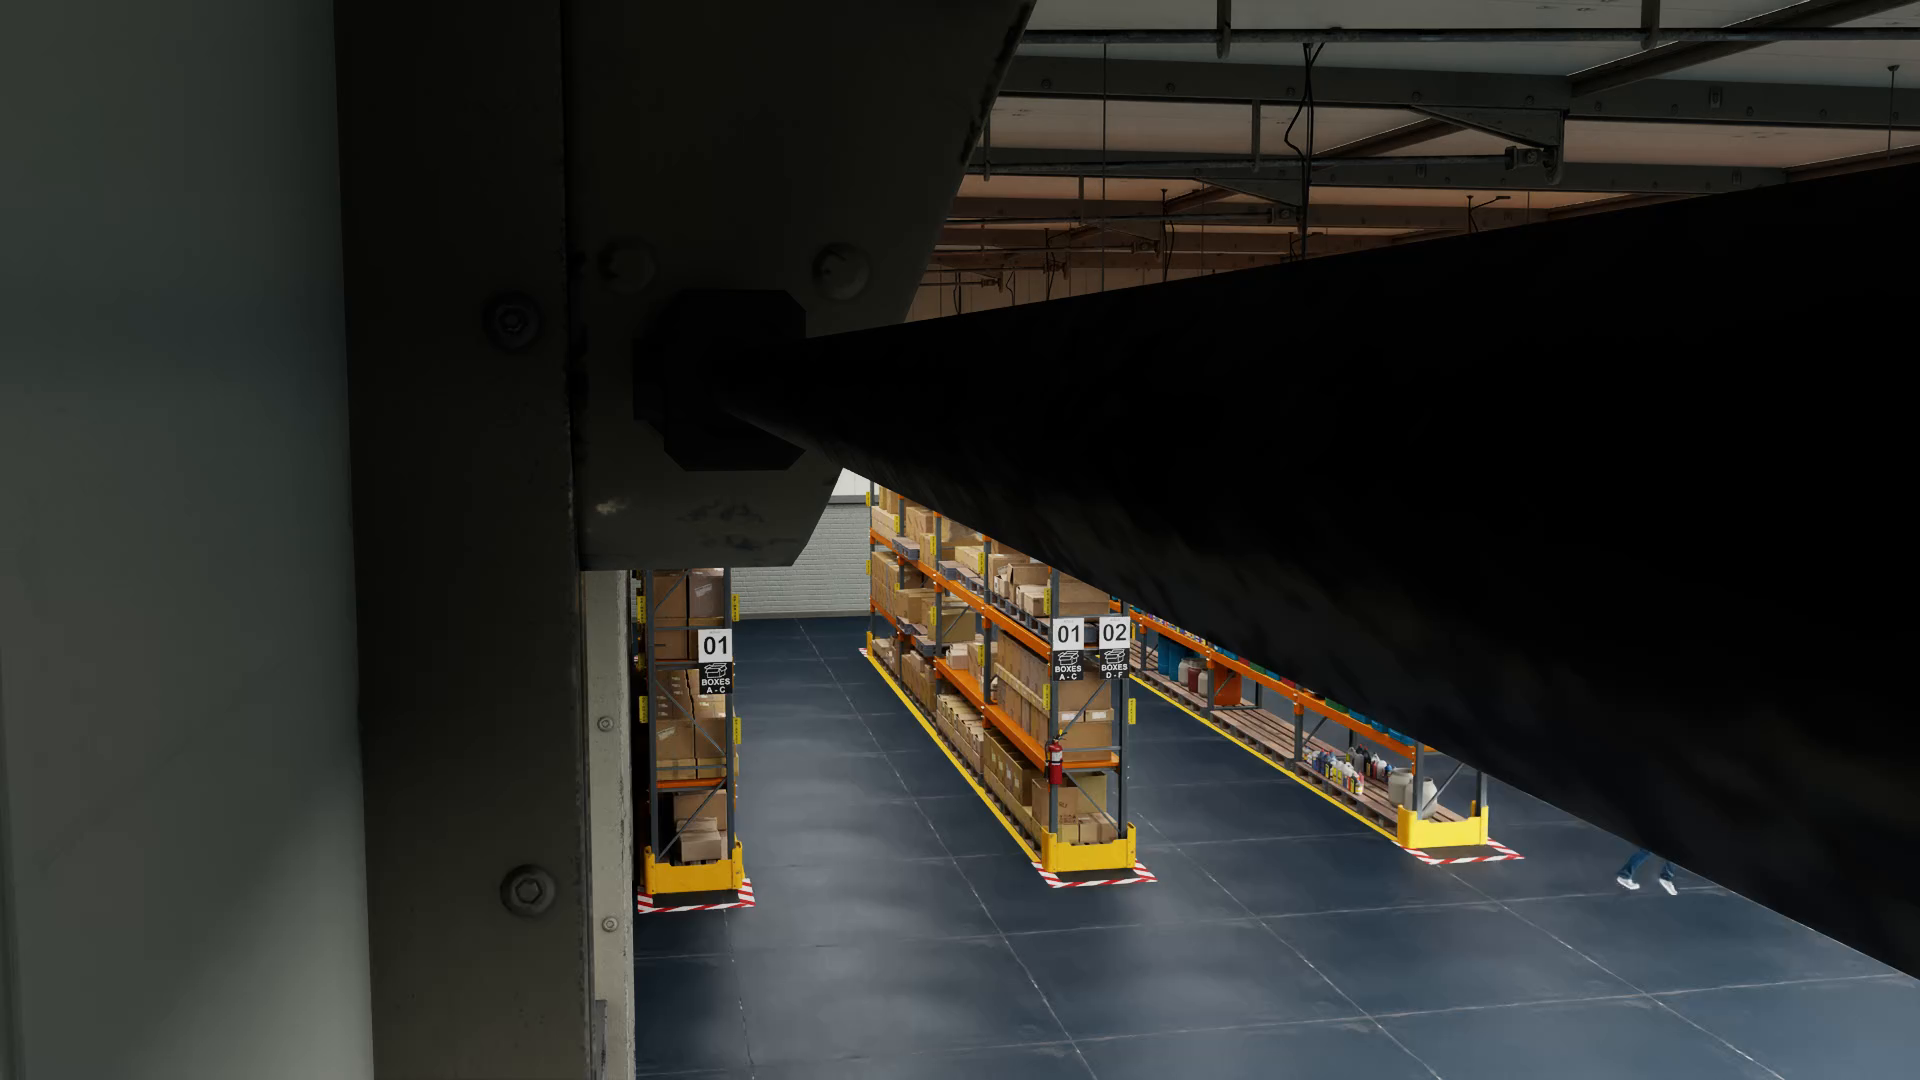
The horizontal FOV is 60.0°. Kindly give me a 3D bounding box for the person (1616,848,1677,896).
[{"bbox_3d":[8.345,3.466,19.930,0.828,1.604,0.545,3,7,26],"label":"person"}]
